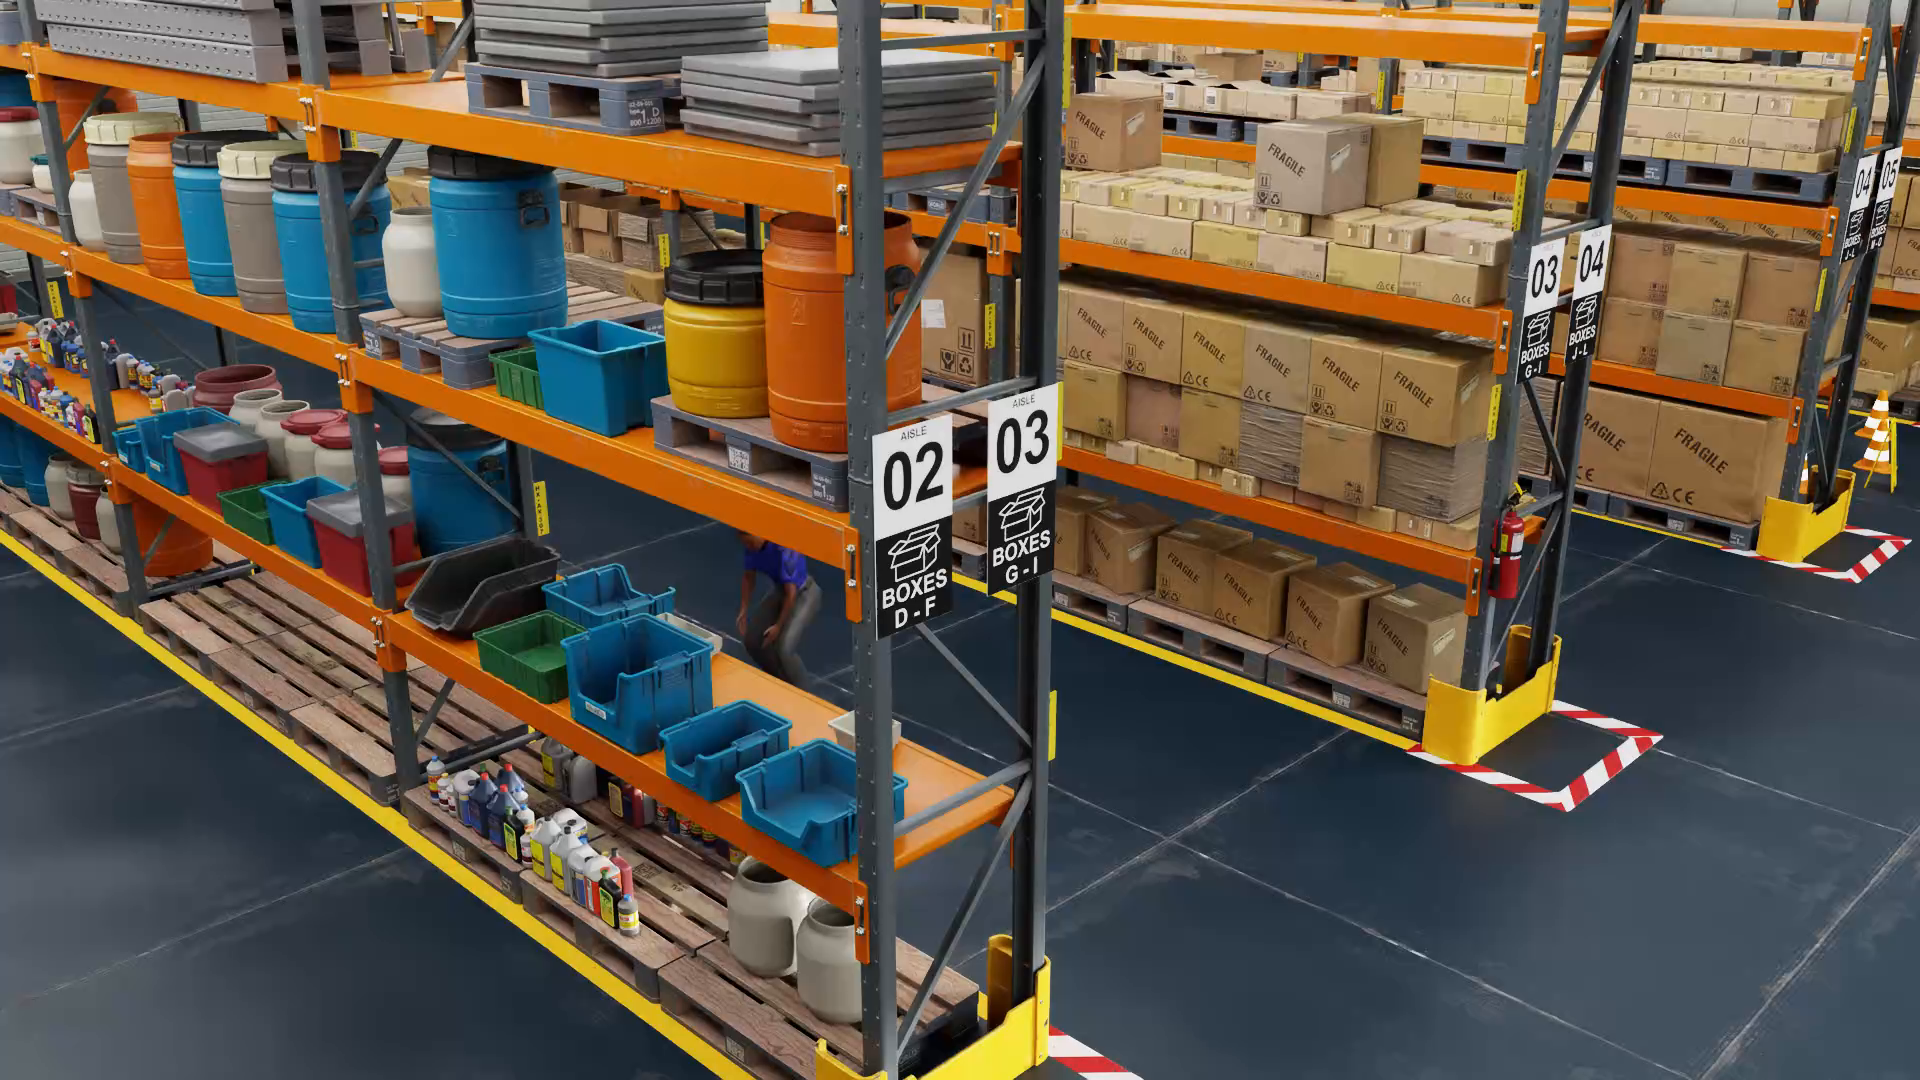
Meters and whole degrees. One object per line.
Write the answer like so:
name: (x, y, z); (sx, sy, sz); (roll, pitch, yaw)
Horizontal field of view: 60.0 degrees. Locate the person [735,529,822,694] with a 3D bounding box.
person: (-1.171, 0.432, 10.838); (0.495, 1.390, 0.617); (19, 28, 41)
